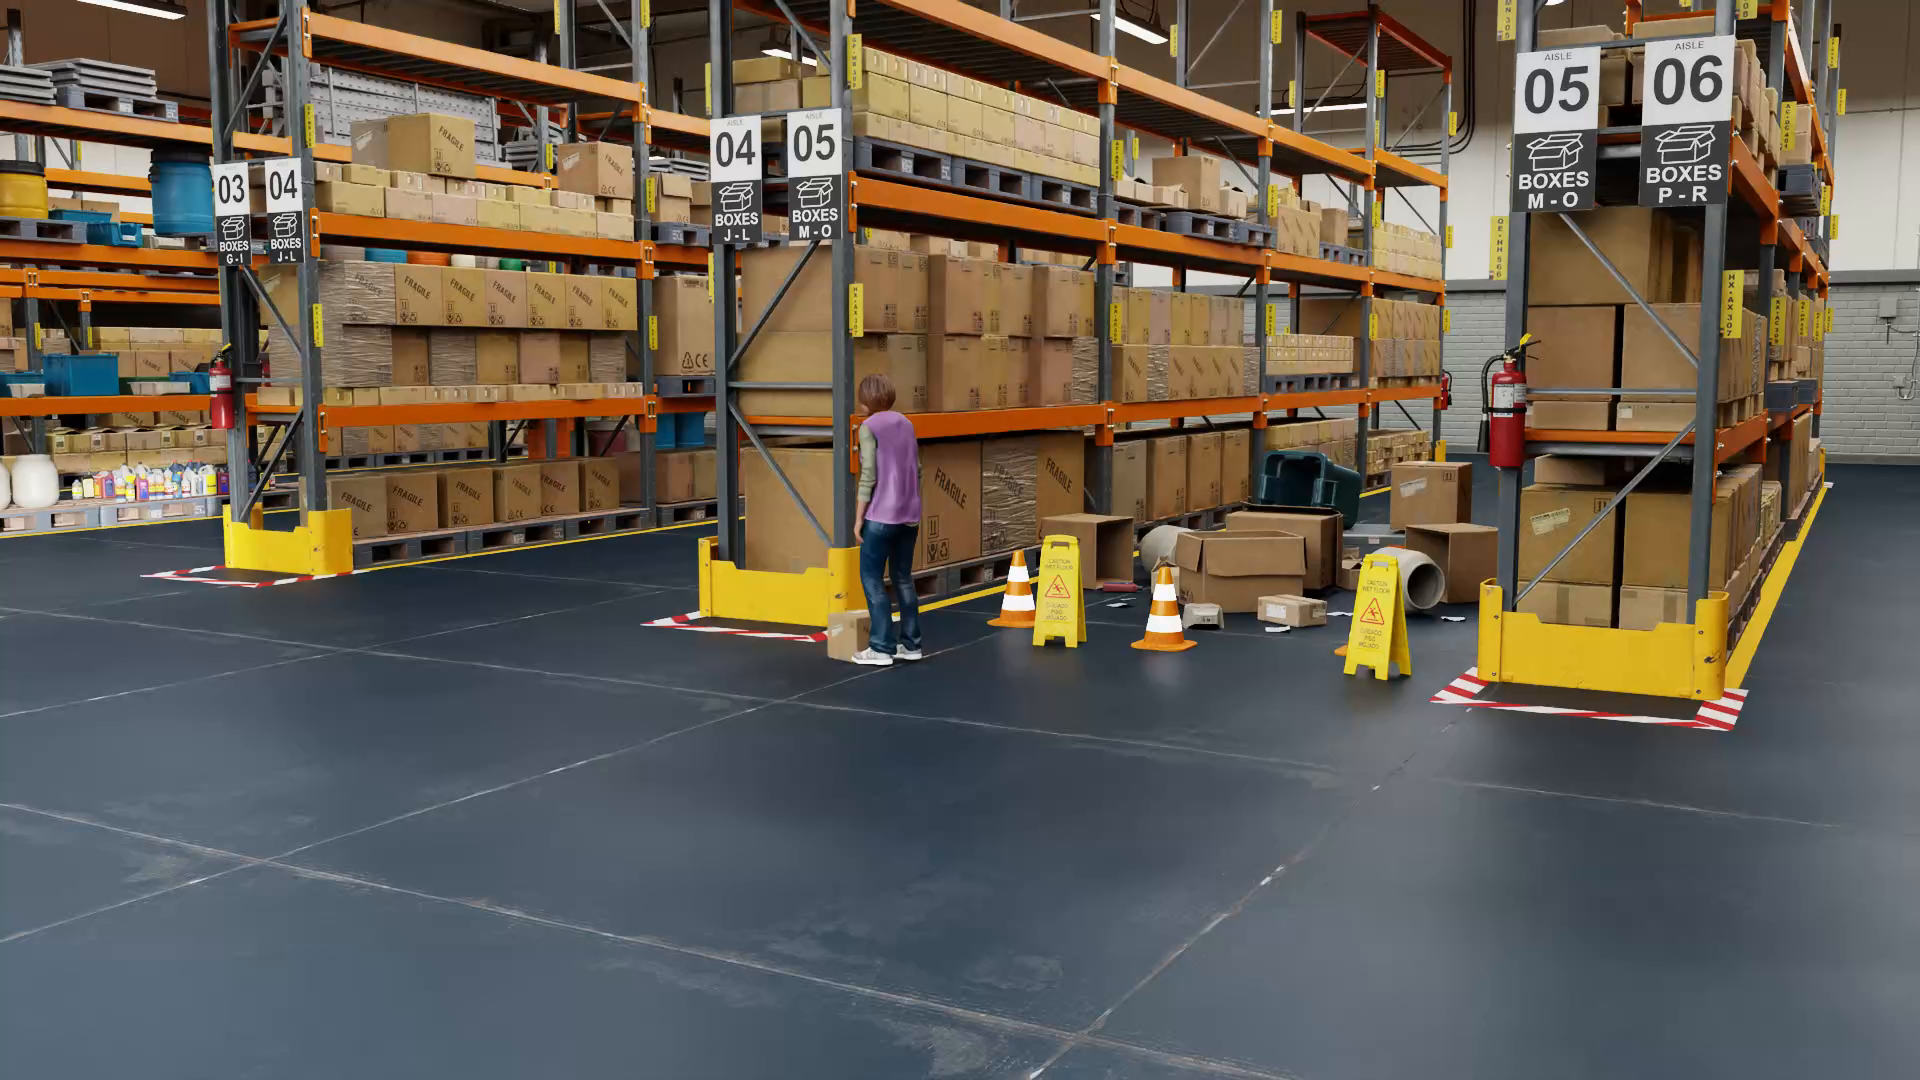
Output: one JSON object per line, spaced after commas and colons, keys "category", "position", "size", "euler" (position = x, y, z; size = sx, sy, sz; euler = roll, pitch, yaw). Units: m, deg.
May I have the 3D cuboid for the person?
{"category": "person", "position": [-0.396, -0.107, 9.112], "size": [0.462, 1.582, 0.344], "euler": [-6, 8, -43]}
